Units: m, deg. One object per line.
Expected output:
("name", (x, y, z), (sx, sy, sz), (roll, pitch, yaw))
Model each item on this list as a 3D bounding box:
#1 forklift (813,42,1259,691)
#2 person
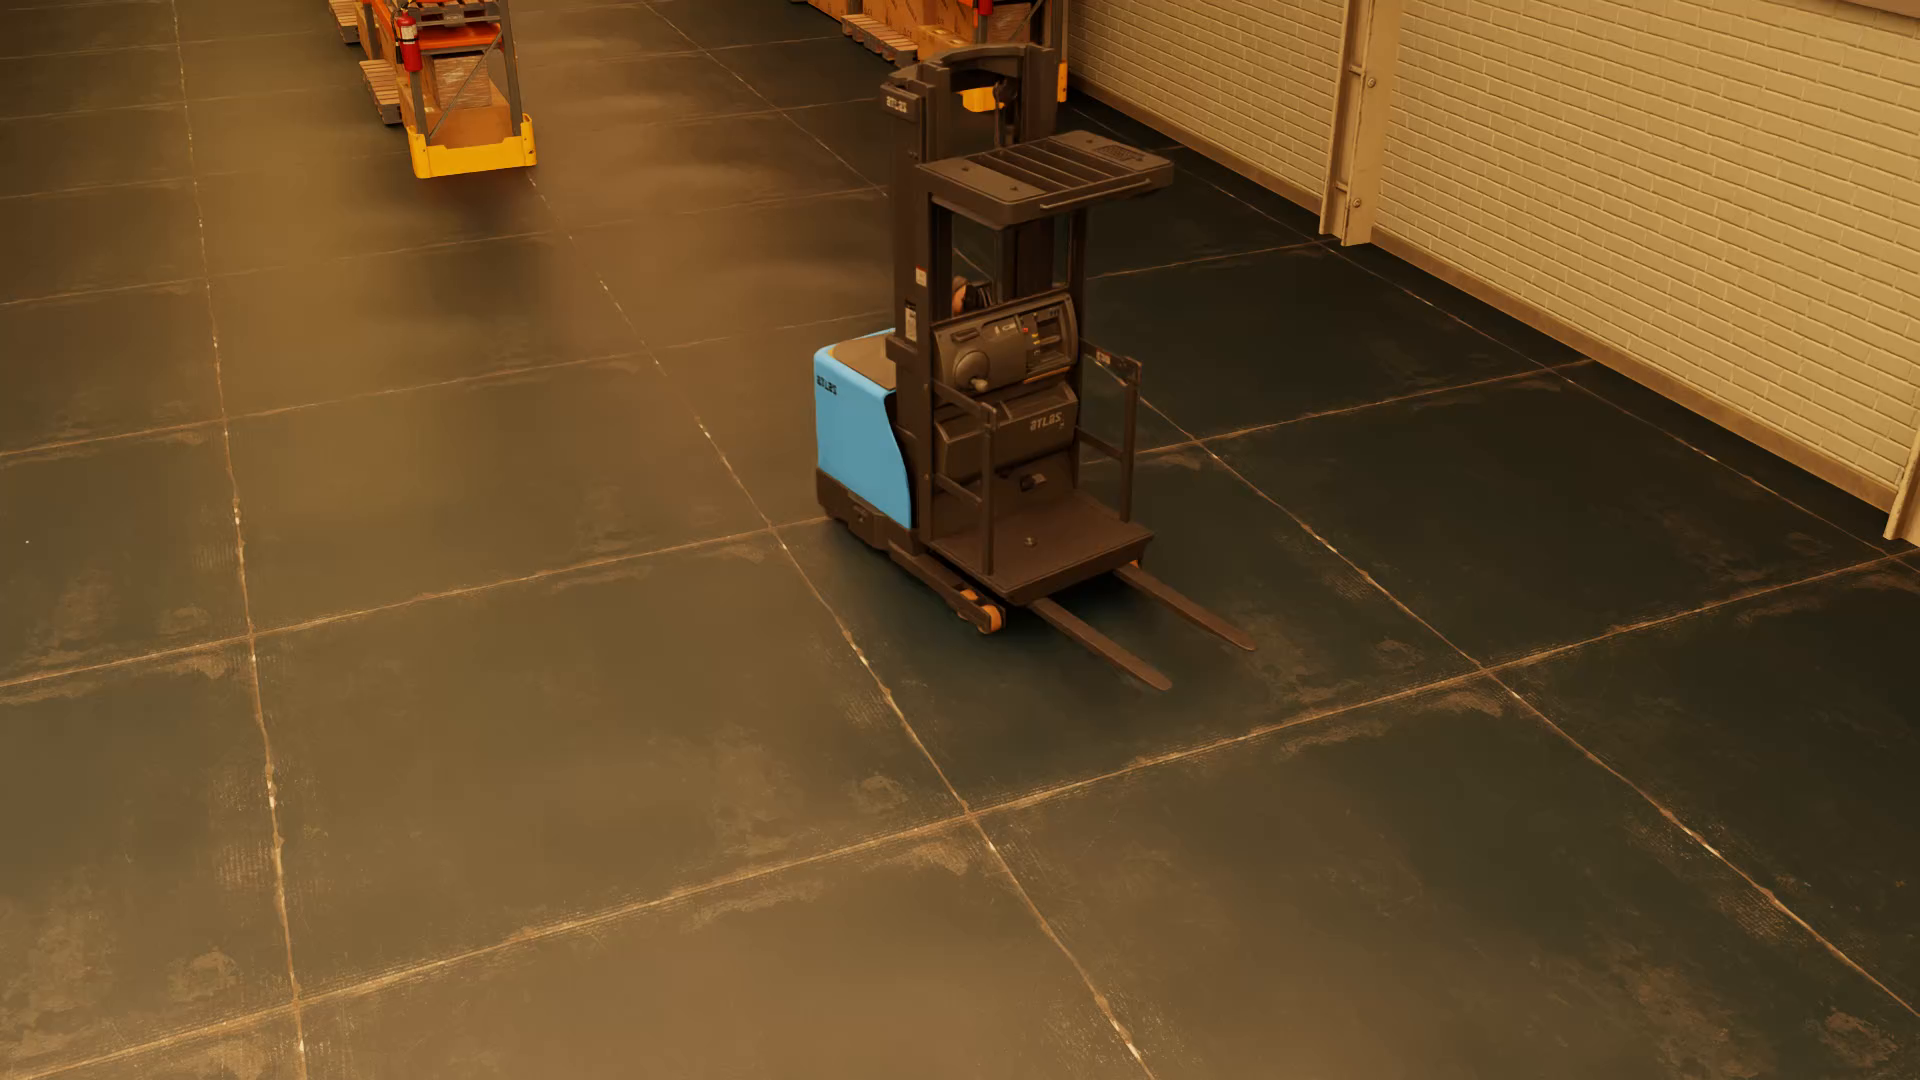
("forklift", (0.388, -1.029, 8.919), (1.130, 2.935, 3.031), (-20, 35, -31))
("person", (0.011, -0.679, 9.587), (0.601, 1.646, 0.524), (-12, 32, -20))
